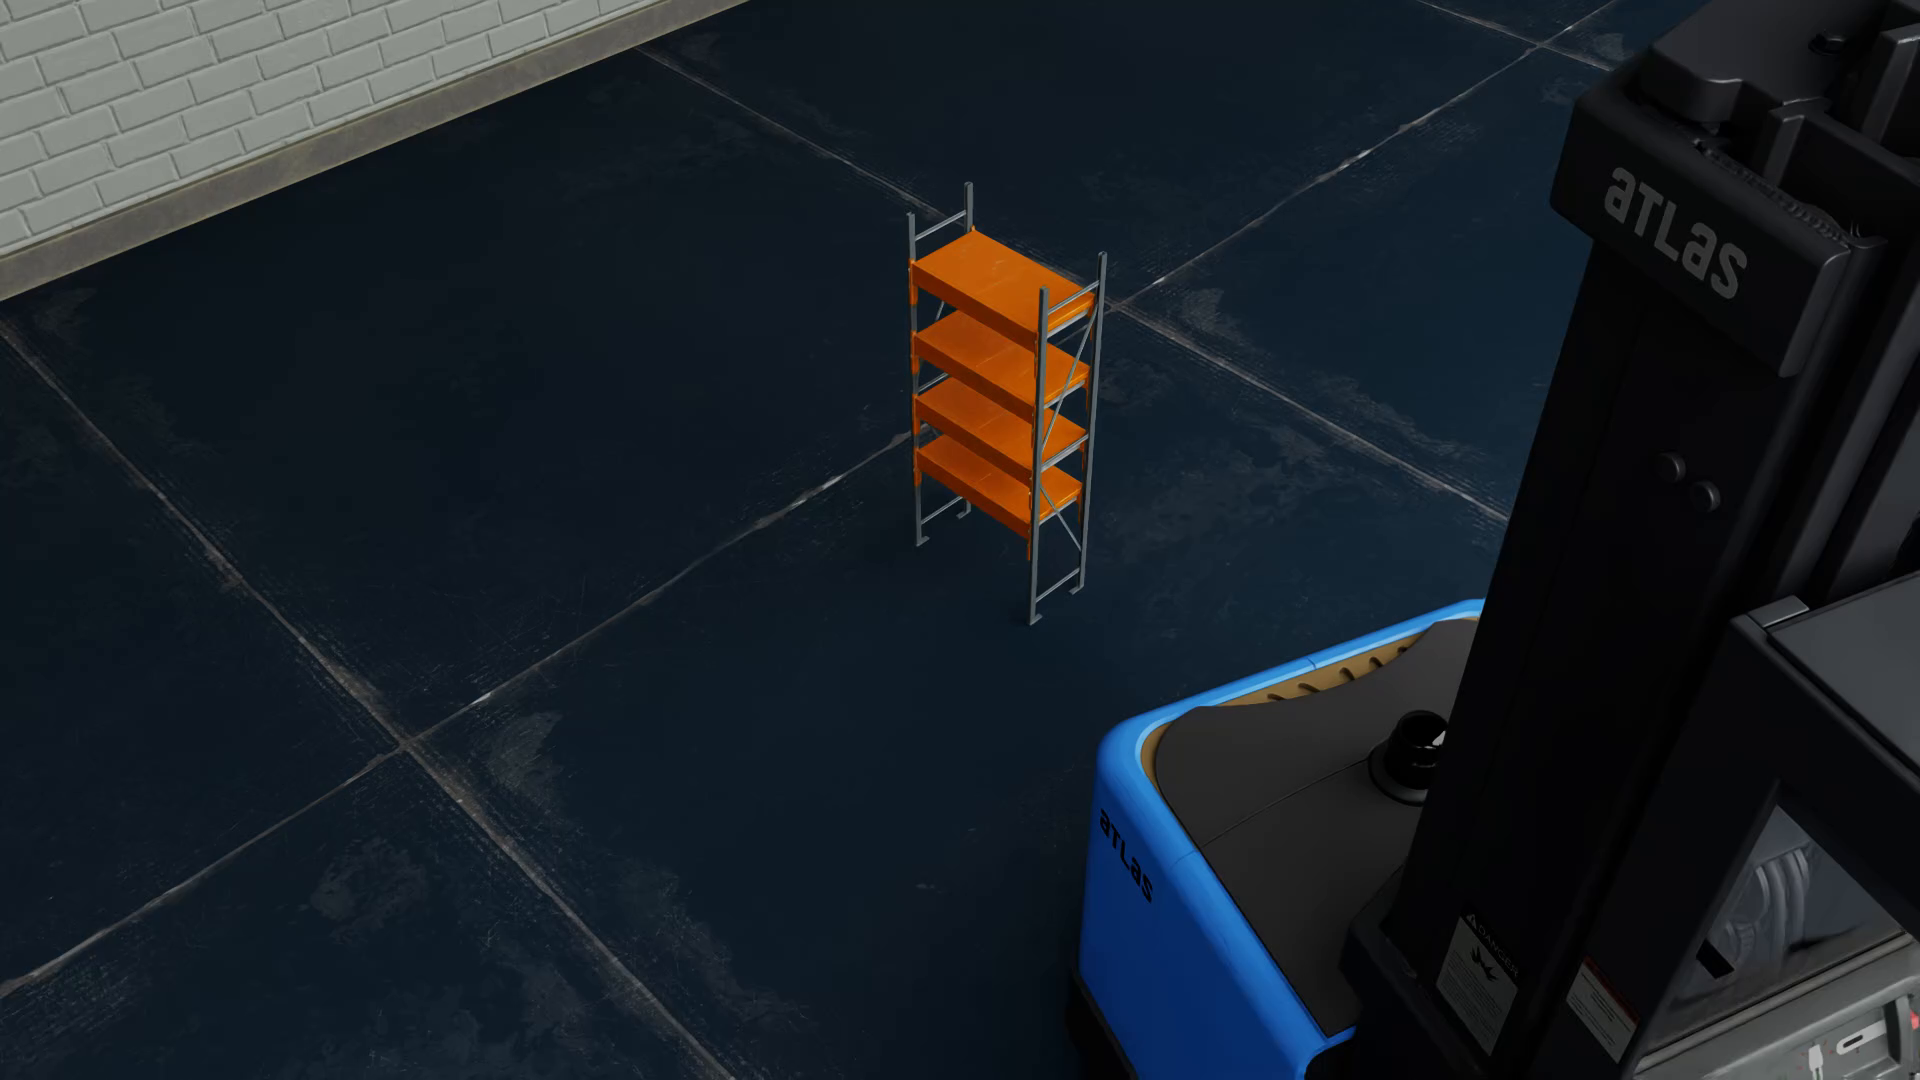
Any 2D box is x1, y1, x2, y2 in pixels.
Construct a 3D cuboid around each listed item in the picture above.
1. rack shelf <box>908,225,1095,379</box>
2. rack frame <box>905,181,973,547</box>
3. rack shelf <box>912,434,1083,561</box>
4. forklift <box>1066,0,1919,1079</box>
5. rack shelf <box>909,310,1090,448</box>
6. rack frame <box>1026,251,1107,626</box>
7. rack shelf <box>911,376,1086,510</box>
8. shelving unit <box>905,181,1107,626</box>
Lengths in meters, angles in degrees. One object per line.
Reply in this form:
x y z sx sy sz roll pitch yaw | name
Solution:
0.117 -0.650 4.490 0.258 0.148 0.480 -34 53 -31 | rack shelf
-0.055 -0.478 4.884 0.240 1.200 0.015 -34 53 -31 | rack frame
0.117 -0.166 4.937 0.258 0.148 0.480 -34 53 -31 | rack shelf
1.316 0.864 2.156 1.130 2.935 3.031 -17 45 -18 | forklift
0.117 -0.476 4.651 0.258 0.148 0.480 -34 53 -31 | rack shelf
0.289 -0.244 4.630 0.240 1.200 0.015 -34 53 -31 | rack frame
0.117 -0.312 4.802 0.258 0.148 0.480 -34 53 -31 | rack shelf
0.117 -0.361 4.757 0.258 1.200 0.503 -34 53 -31 | shelving unit
